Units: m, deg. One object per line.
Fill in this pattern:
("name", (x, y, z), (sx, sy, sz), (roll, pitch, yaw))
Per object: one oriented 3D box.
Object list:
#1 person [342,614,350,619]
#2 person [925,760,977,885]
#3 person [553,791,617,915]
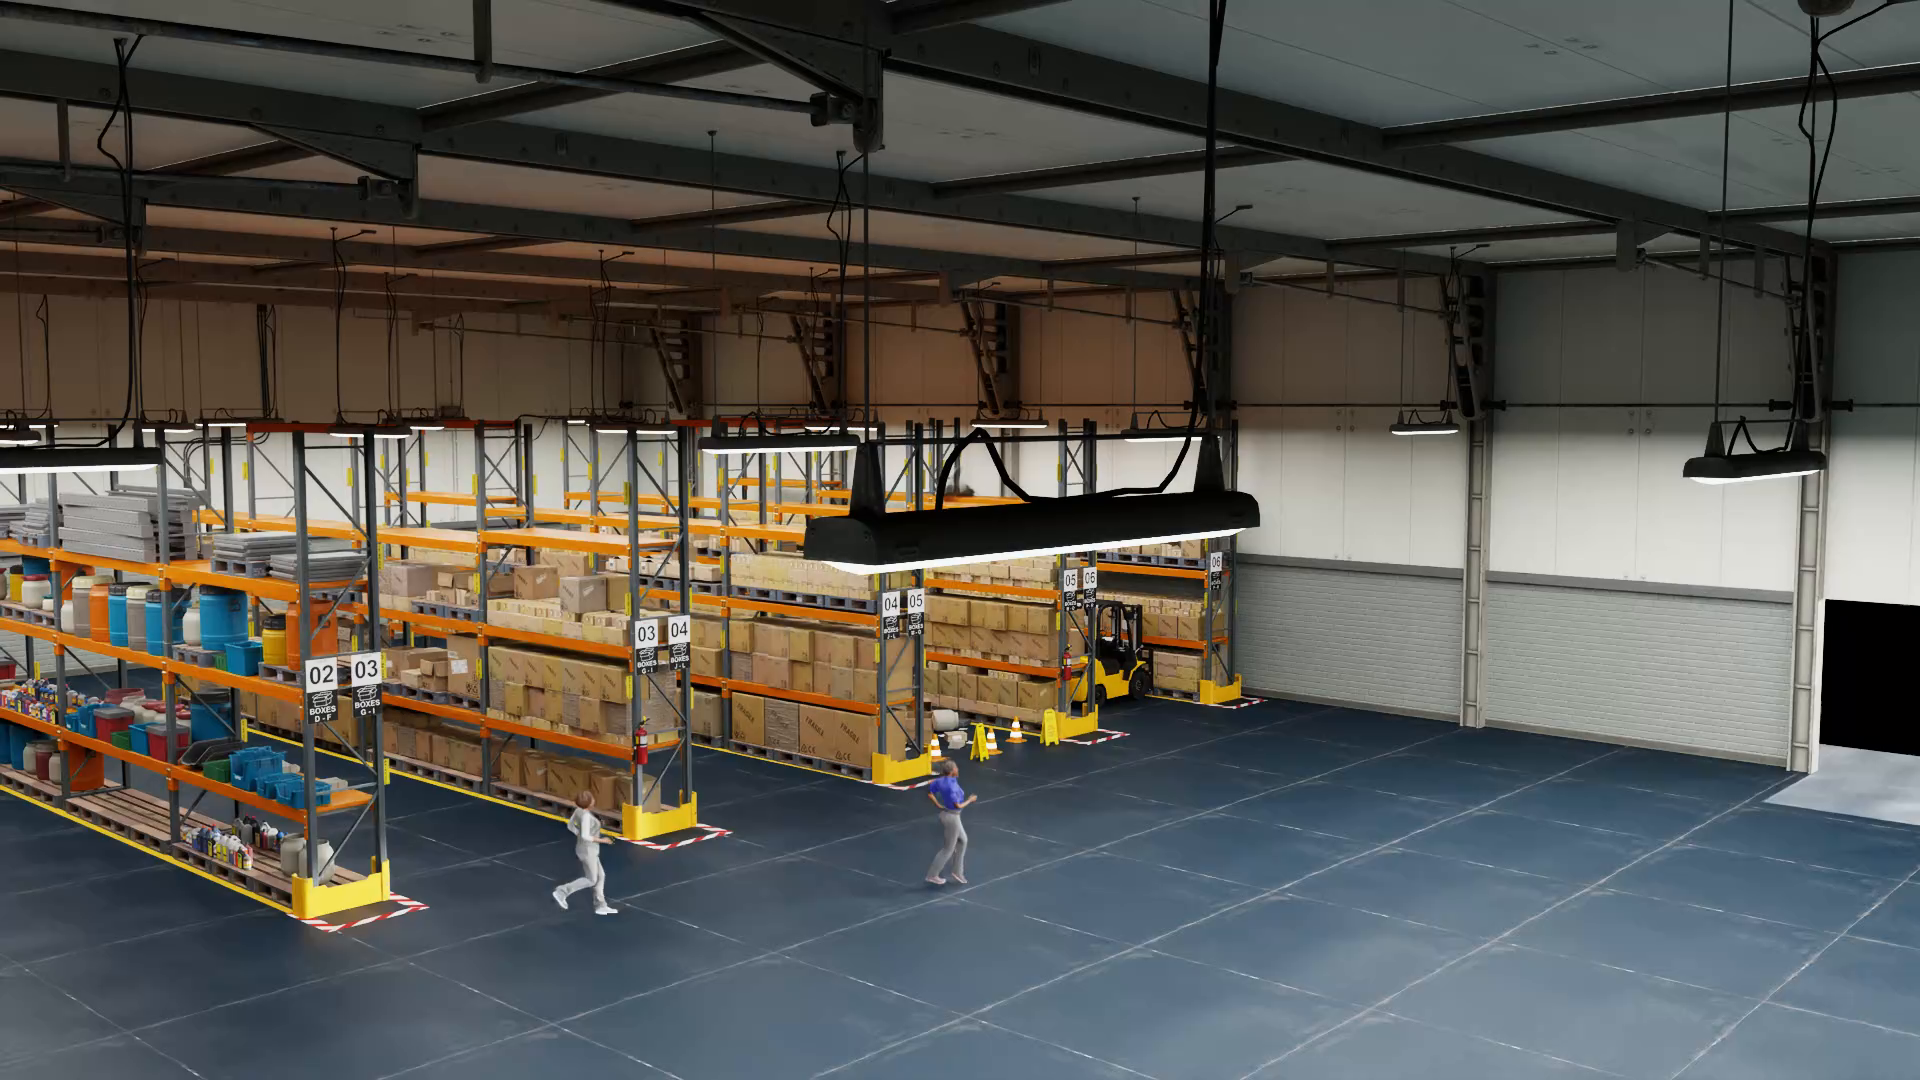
("person", (-13.775, 2.475, 37.230), (0.634, 1.636, 0.638), (-2, 5, -23))
("person", (-0.126, 3.727, 21.801), (0.714, 1.715, 0.556), (-1, 5, -17))
("person", (-4.631, 3.871, 20.486), (0.790, 1.586, 0.538), (-2, 5, -22))
